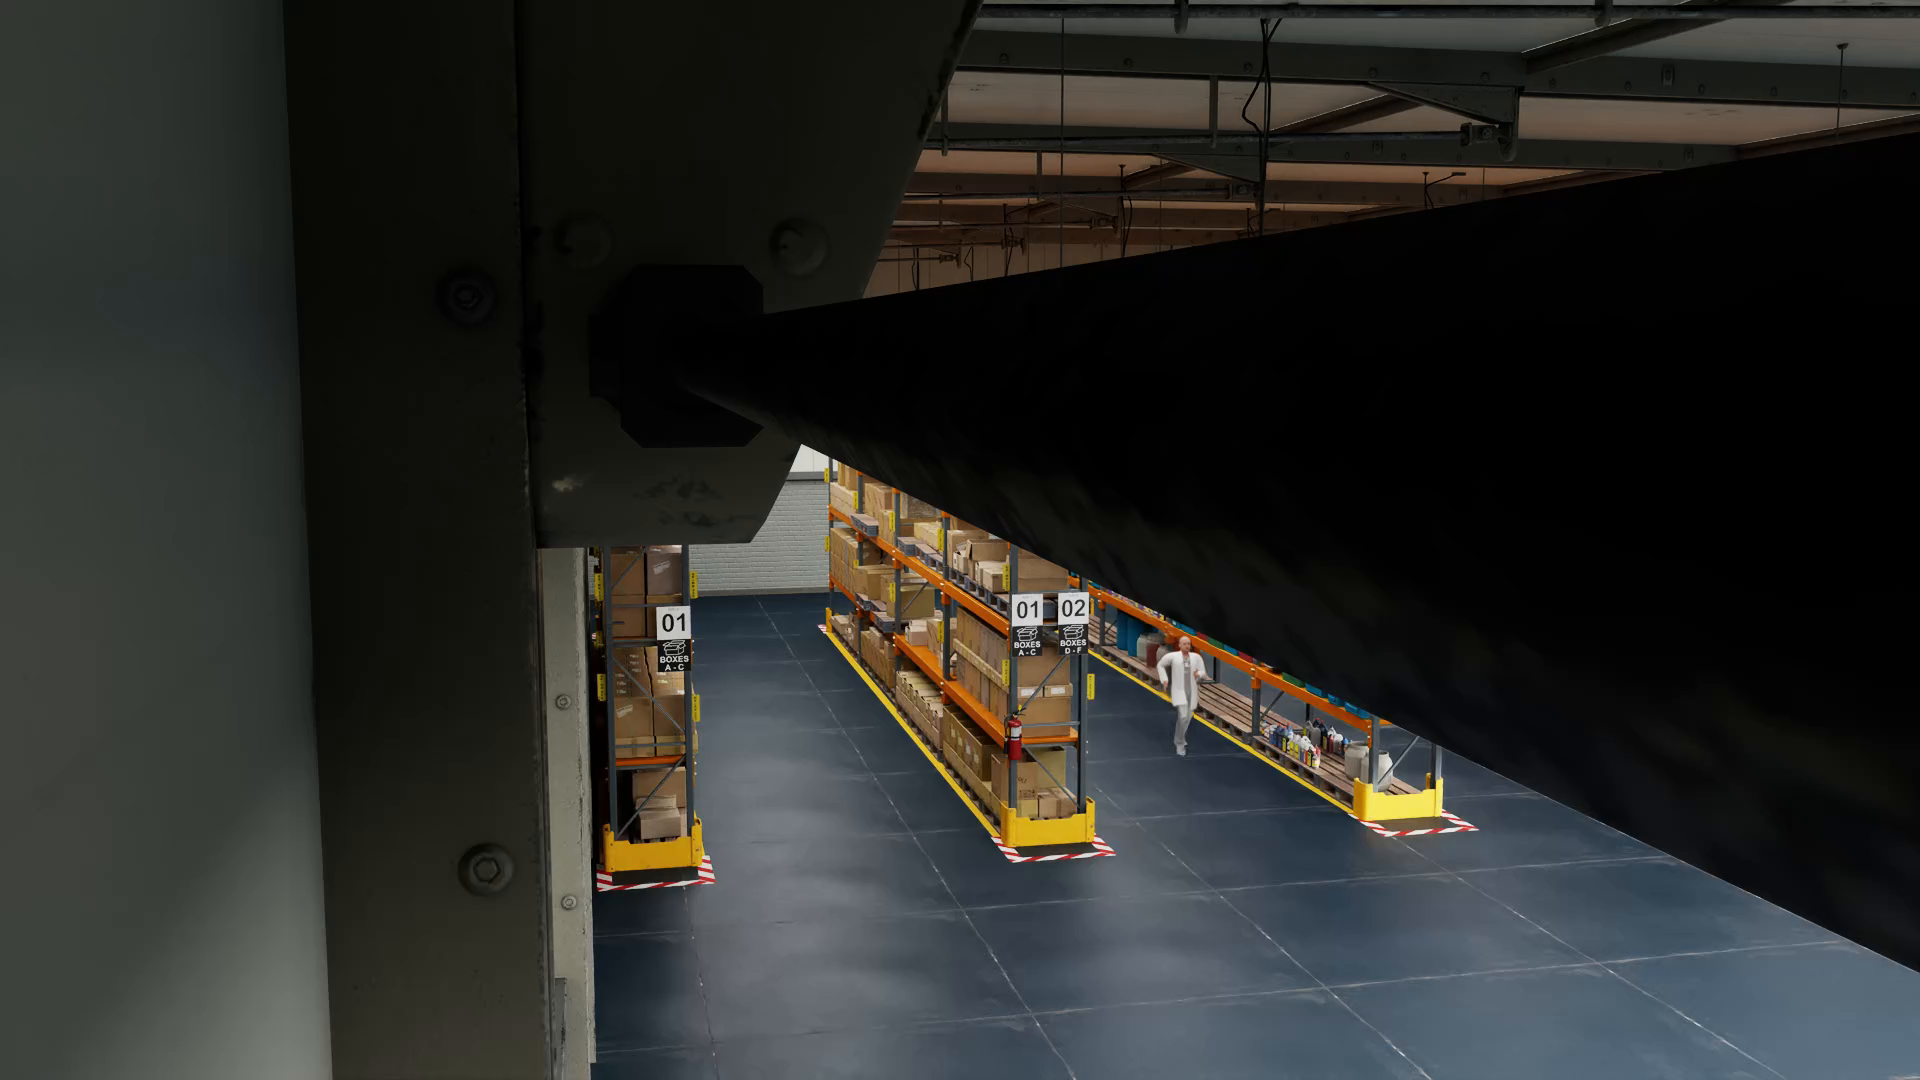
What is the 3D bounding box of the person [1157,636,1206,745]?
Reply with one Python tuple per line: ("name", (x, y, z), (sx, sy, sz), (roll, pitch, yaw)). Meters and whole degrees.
("person", (3.465, 2.320, 25.717), (0.670, 1.671, 0.803), (-2, 7, -17))
